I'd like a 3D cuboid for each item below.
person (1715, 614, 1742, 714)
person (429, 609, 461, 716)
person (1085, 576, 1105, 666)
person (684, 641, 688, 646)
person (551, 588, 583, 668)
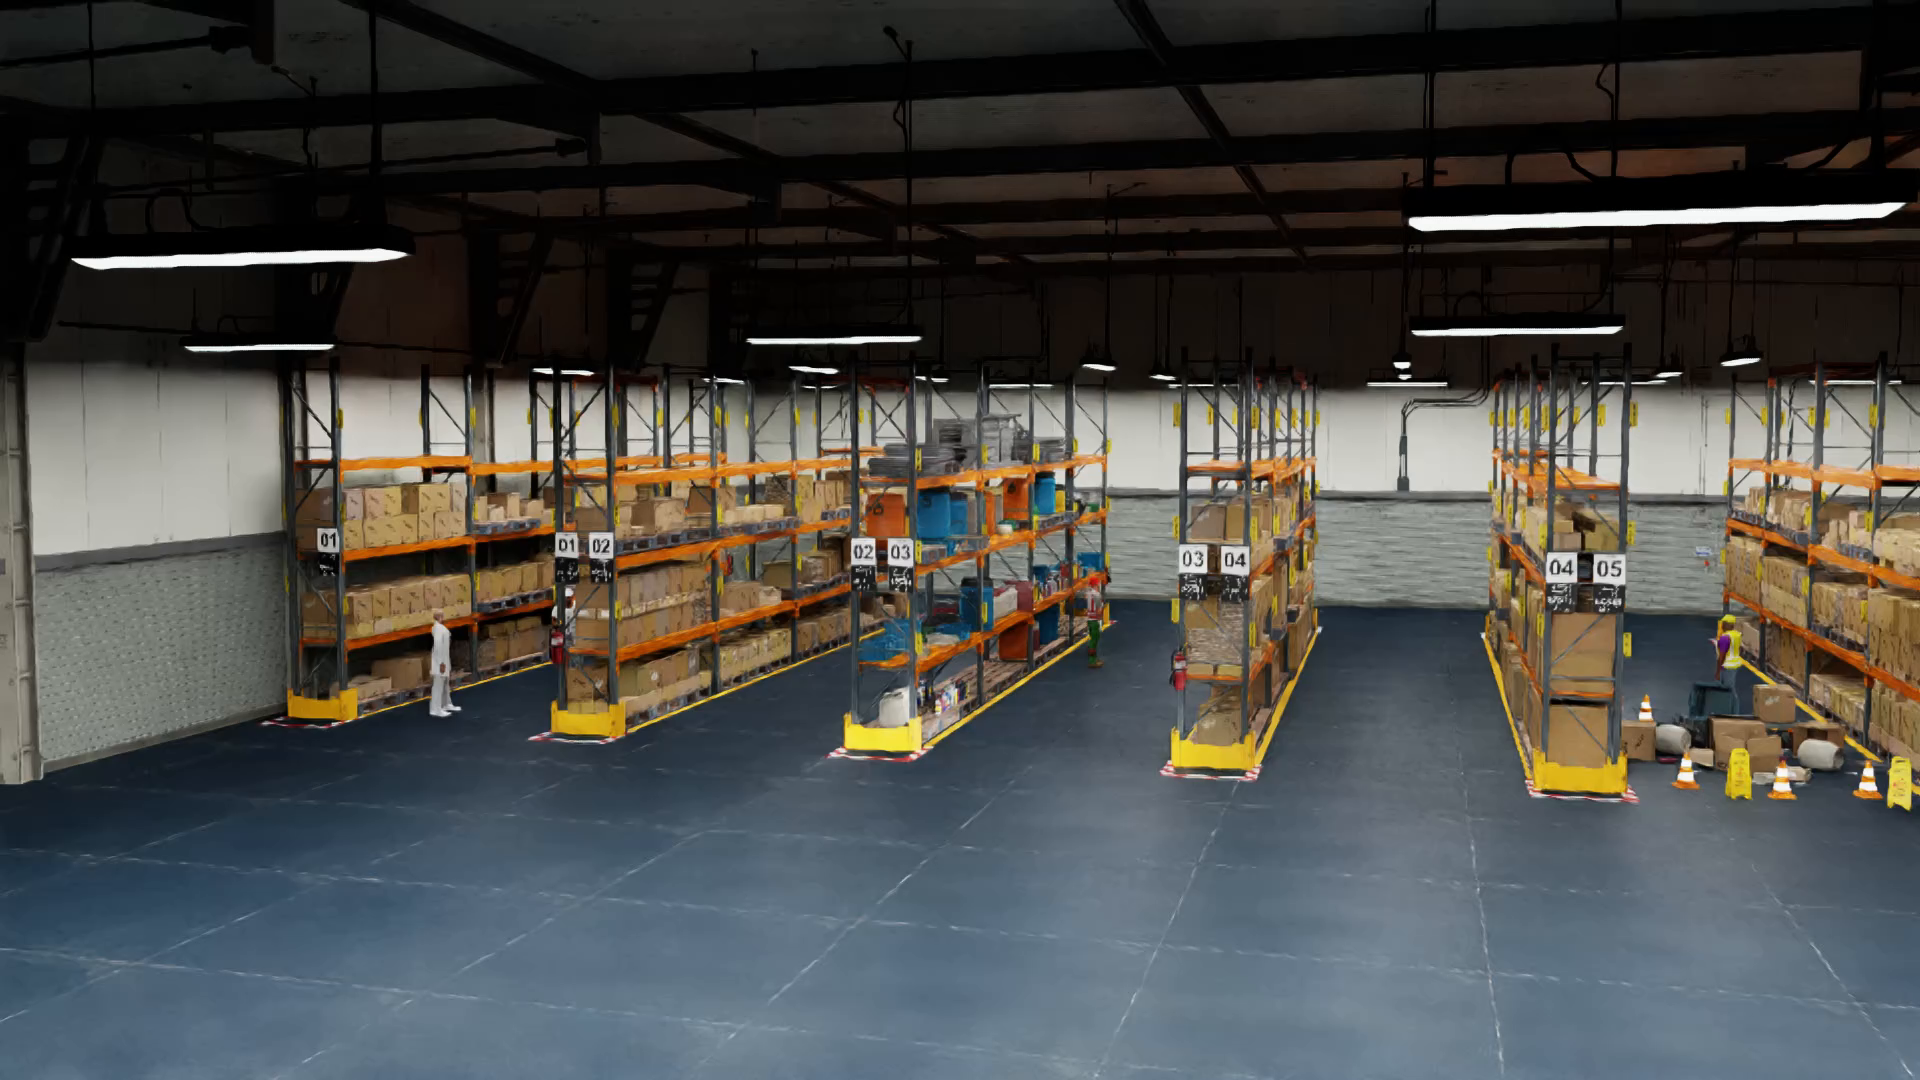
[{"bbox_3d":[12.626,2.093,27.416,0.580,1.764,0.673,4,6,43],"label":"person"},{"bbox_3d":[-8.688,2.042,27.993,0.515,1.785,0.638,-1,4,-15],"label":"person"},{"bbox_3d":[2.764,1.622,33.612,0.443,1.787,0.600,-1,4,-16],"label":"person"},{"bbox_3d":[-5.933,1.631,35.016,0.580,1.619,0.507,1,4,13],"label":"person"},{"bbox_3d":[-7.581,1.772,32.366,0.708,1.702,0.843,0,4,-1],"label":"person"}]
